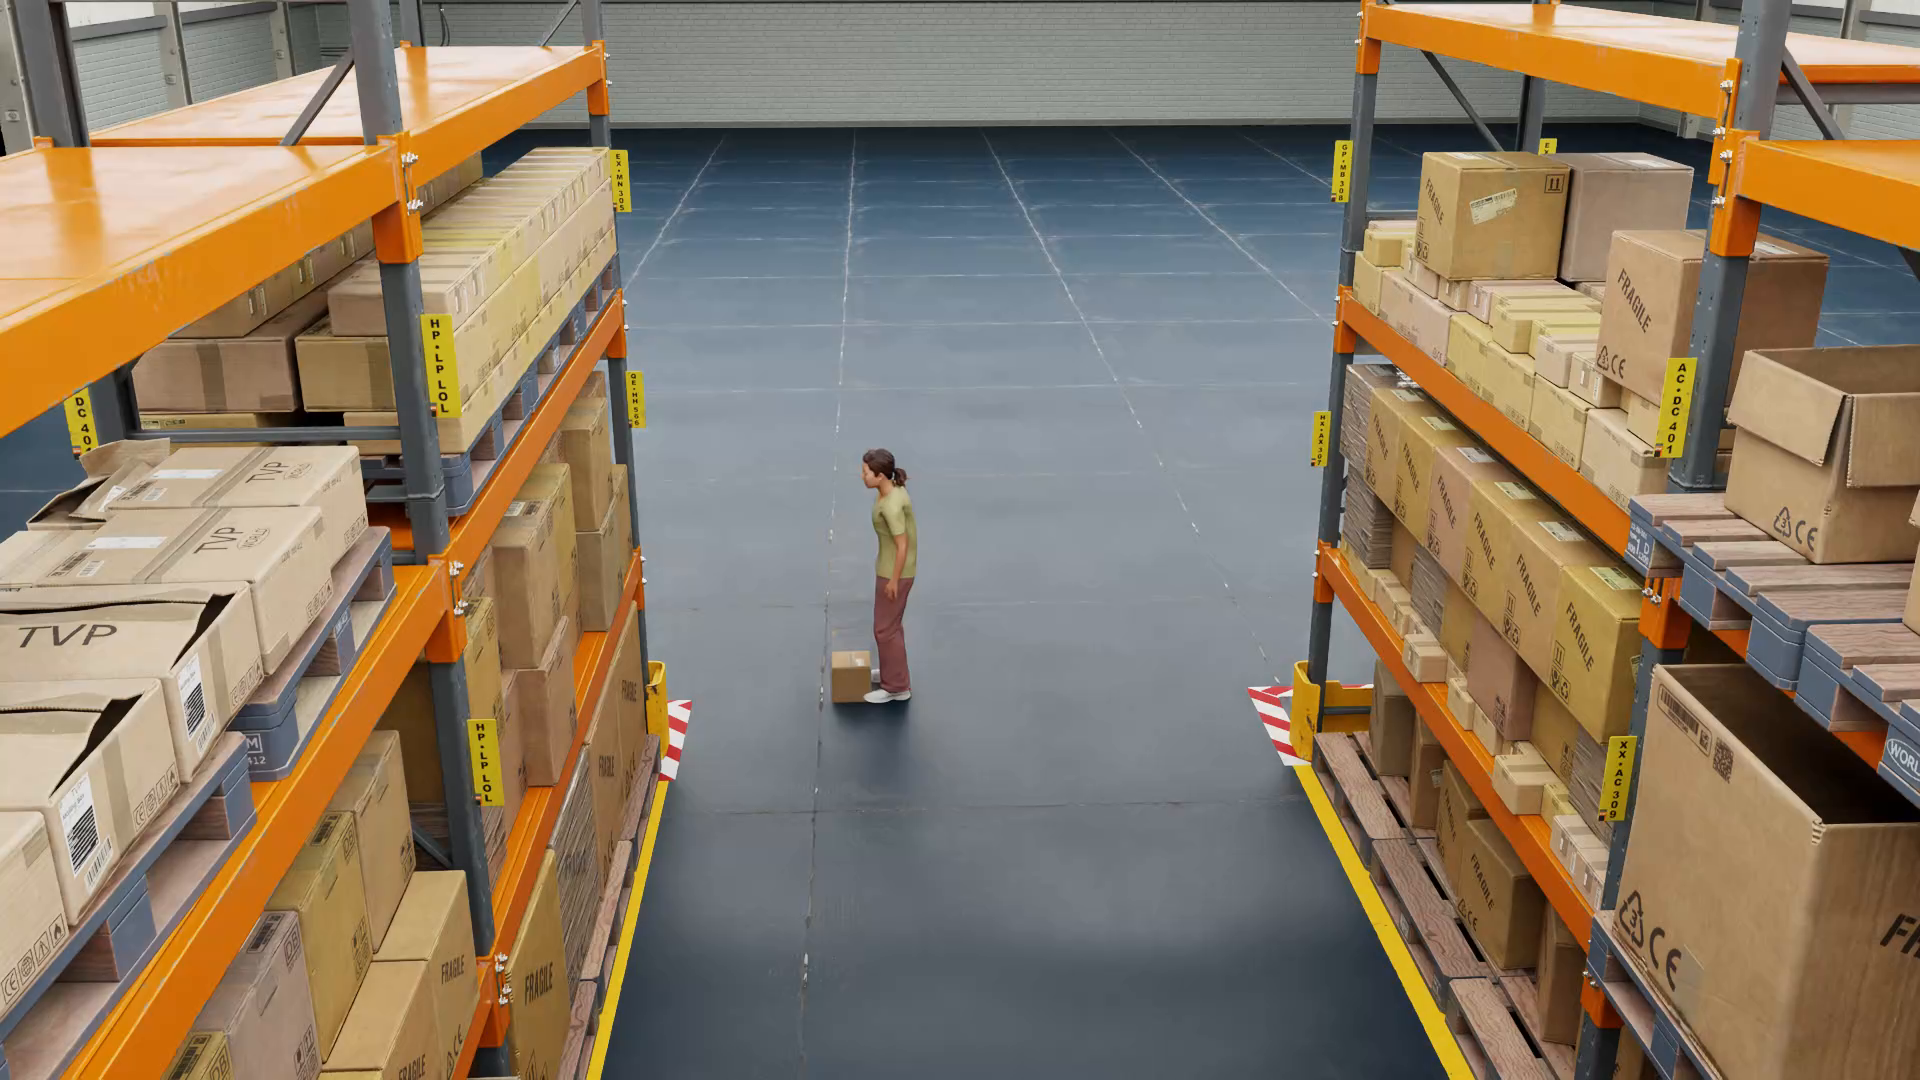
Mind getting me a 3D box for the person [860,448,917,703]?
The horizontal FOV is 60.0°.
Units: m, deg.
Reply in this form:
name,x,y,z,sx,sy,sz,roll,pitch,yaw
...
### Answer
name,x,y,z,sx,sy,sz,roll,pitch,yaw
person,-0.452,0.210,10.519,0.365,1.671,0.503,-2,21,-5
